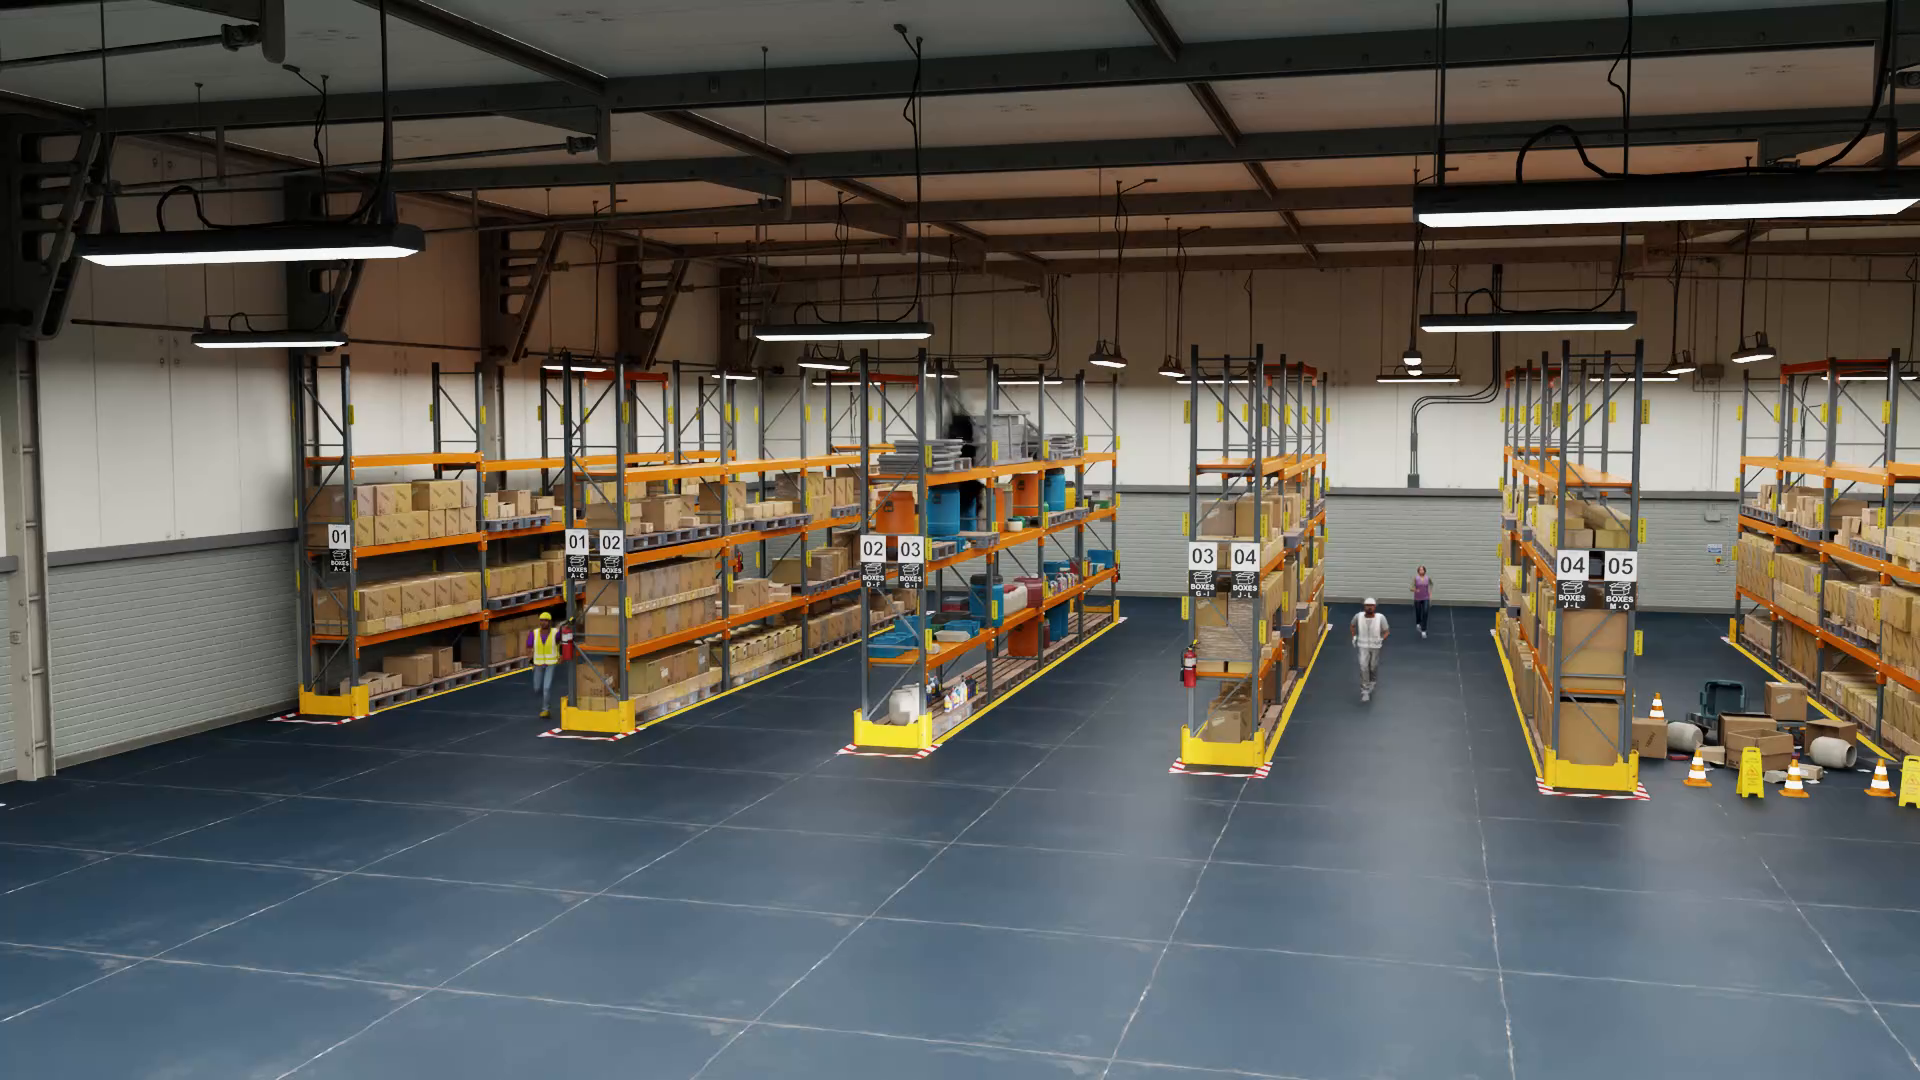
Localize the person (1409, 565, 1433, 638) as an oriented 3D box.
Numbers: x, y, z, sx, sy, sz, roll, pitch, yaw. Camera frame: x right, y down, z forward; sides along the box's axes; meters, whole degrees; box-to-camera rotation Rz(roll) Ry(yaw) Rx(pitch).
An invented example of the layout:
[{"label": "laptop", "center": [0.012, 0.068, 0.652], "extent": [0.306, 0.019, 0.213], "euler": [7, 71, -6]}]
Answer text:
[{"label": "person", "center": [10.446, 1.378, 37.651], "extent": [0.537, 1.595, 0.875], "euler": [1, 4, 12]}]

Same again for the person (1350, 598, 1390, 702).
[{"label": "person", "center": [7.241, 1.917, 29.416], "extent": [0.685, 1.799, 0.850], "euler": [1, 4, 14]}]

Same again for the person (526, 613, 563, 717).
[{"label": "person", "center": [-6.891, 2.062, 27.713], "extent": [0.699, 1.726, 0.687], "euler": [0, 4, -2]}]
